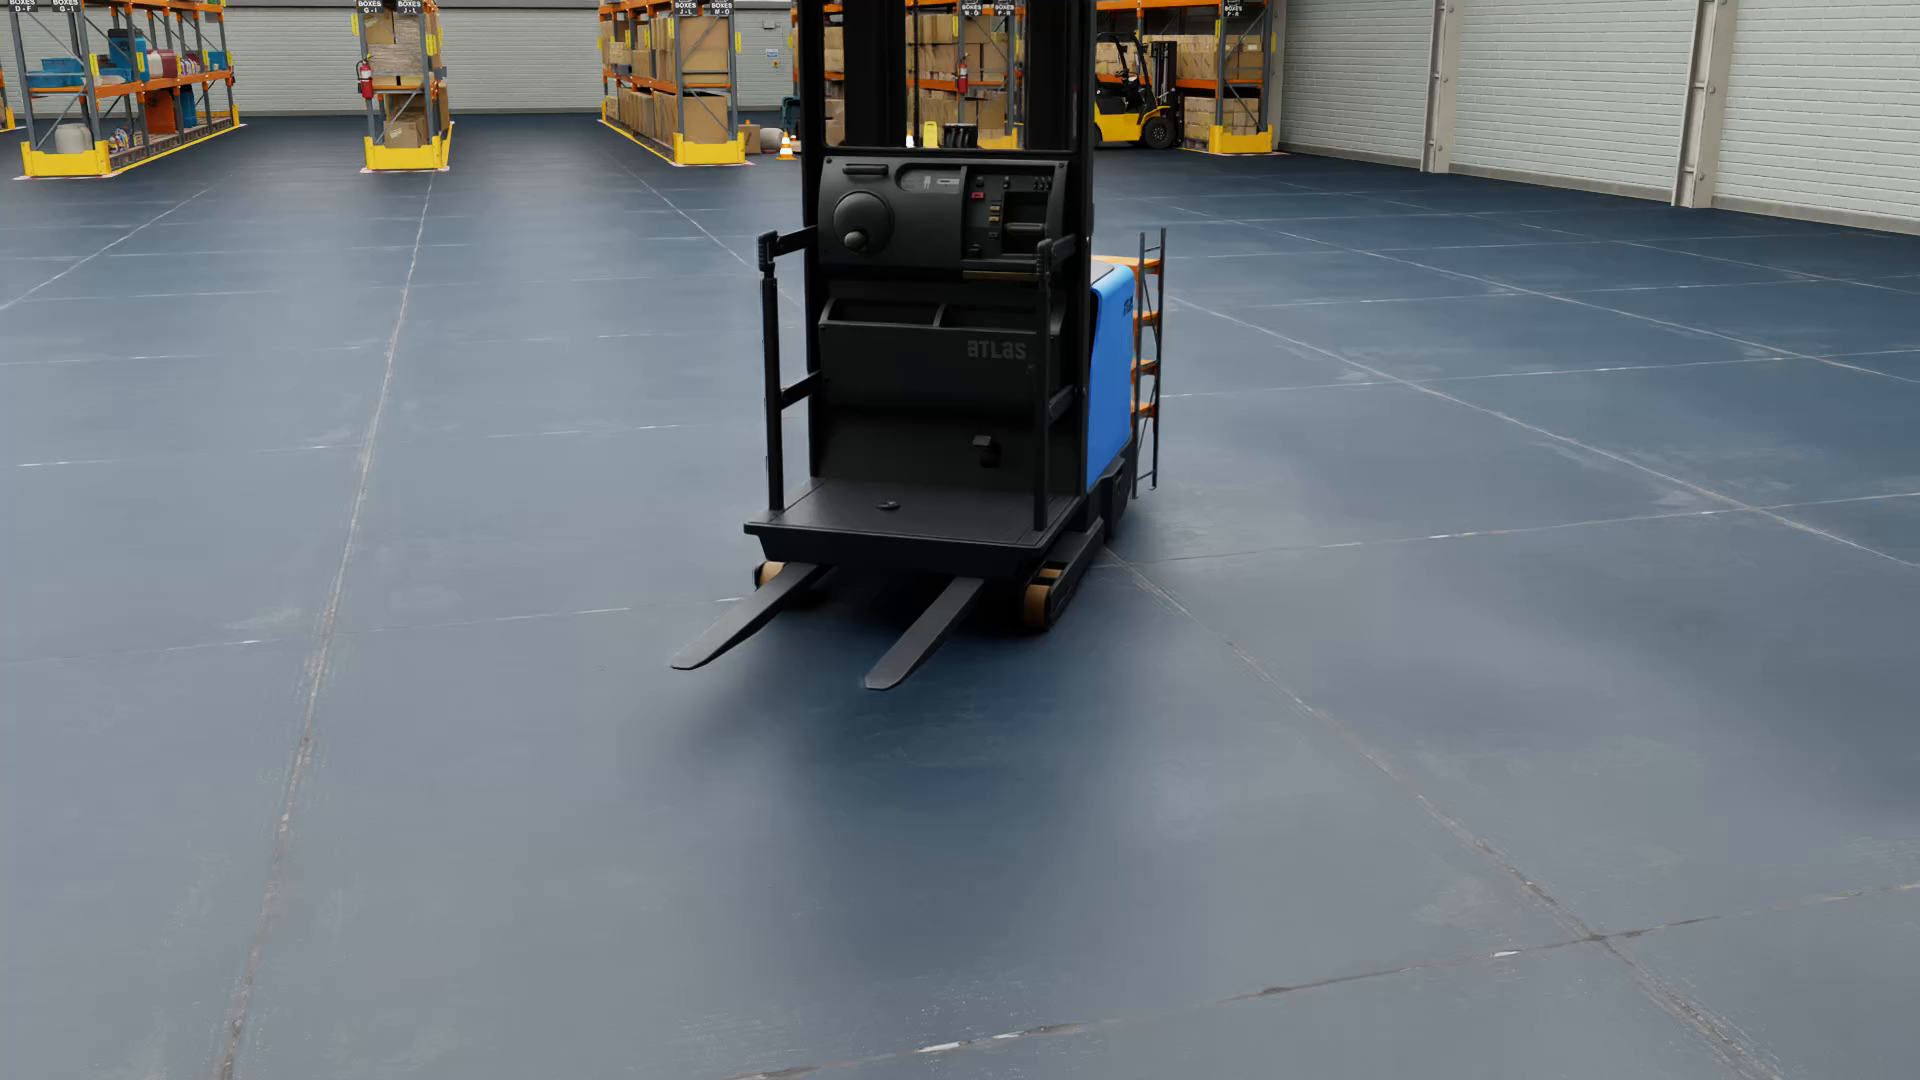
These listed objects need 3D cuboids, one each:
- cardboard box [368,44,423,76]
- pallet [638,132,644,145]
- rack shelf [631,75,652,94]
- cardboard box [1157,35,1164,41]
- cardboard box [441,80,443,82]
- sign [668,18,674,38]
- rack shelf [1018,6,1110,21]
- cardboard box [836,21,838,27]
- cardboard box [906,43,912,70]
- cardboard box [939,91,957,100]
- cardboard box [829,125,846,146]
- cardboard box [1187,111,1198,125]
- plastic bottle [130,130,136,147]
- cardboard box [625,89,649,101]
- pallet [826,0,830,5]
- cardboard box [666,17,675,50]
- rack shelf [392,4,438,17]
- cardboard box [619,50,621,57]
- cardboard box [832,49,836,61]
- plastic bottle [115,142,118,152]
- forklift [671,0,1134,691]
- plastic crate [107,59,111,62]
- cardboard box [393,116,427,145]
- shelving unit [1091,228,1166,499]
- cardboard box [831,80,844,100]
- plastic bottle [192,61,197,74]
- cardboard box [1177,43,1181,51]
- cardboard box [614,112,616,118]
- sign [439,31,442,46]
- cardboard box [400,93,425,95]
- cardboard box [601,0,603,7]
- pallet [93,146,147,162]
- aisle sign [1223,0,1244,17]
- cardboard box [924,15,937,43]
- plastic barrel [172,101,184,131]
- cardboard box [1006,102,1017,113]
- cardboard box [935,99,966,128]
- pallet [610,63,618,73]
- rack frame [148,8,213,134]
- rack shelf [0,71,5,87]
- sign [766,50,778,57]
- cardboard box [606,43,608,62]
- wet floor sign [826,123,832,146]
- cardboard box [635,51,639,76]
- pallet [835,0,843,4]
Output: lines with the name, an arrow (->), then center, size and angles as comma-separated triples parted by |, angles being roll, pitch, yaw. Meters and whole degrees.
cardboard box -> -9.192, -7.857, 27.202 | 0.875, 0.500, 0.500 | -5, 17, -15
pallet -> -5.994, -8.193, 33.859 | 1.003, 0.211, 1.213 | -5, 17, -15
rack shelf -> -5.920, -9.191, 33.587 | 1.077, 0.370, 4.000 | -5, 17, -15
cardboard box -> 4.145, -9.970, 33.112 | 0.380, 0.149, 0.250 | -4, 17, -14
cardboard box -> -12.717, -10.453, 39.499 | 0.875, 0.875, 0.875 | -5, 17, -15
sign -> -4.796, -8.505, 27.628 | 0.100, 0.325, 0.005 | -5, 17, -15
rack shelf -> 2.484, -12.547, 39.545 | 1.077, 0.370, 4.000 | -5, 17, -15
cardboard box -> -3.196, -12.594, 40.624 | 0.380, 0.149, 0.250 | -4, 17, -14
cardboard box -> -0.786, -9.448, 32.502 | 0.500, 0.500, 0.500 | -5, 17, -15
cardboard box -> -0.176, -8.147, 30.478 | 0.380, 0.149, 0.250 | -4, 17, -14
cardboard box -> -2.456, -7.386, 30.665 | 0.637, 0.503, 0.797 | 11, 20, 32
cardboard box -> 4.670, -8.062, 31.758 | 0.500, 0.250, 0.500 | -5, 17, -16
plastic bottle -> -14.480, -7.030, 29.097 | 0.061, 0.283, 0.133 | -4, 17, -12
cardboard box -> -7.183, -9.901, 37.012 | 0.500, 0.250, 0.500 | -4, 17, -14
pallet -> -3.052, -13.236, 40.742 | 1.003, 0.211, 1.213 | -5, 17, -15
cardboard box -> -4.575, -8.716, 28.616 | 0.875, 0.550, 0.550 | -5, 17, -15
rack shelf -> -12.915, -12.477, 39.310 | 1.077, 0.370, 4.000 | -5, 17, -15
cardboard box -> -7.193, -10.559, 36.080 | 0.380, 0.149, 0.250 | -4, 17, -14
cardboard box -> -2.704, -11.355, 38.930 | 0.500, 0.250, 0.500 | -4, 17, -15
plastic bottle -> -14.057, -6.546, 27.629 | 0.097, 0.201, 0.097 | 0, 17, 0
forklift -> -0.124, -1.208, 5.878 | 1.130, 2.935, 3.031 | 5, 17, 15
plastic crate -> -15.531, -8.500, 30.062 | 0.392, 0.384, 0.575 | -5, 17, -15
cardboard box -> -9.685, -7.185, 29.273 | 0.500, 0.500, 0.500 | -6, 18, -20
shelving unit -> 0.642, -0.827, 7.619 | 0.503, 1.200, 0.258 | 10, 19, 30
cardboard box -> -2.590, -10.633, 40.100 | 0.875, 0.875, 0.875 | -4, 17, -14
plastic bottle -> -16.601, -10.240, 36.030 | 0.061, 0.283, 0.133 | -5, 17, -15
cardboard box -> 4.374, -9.616, 32.448 | 0.380, 0.149, 0.250 | -5, 17, -16
cardboard box -> -8.130, -10.259, 40.117 | 0.380, 0.149, 0.250 | -5, 18, -17
sign -> -11.846, -11.393, 37.793 | 0.100, 0.325, 0.005 | -5, 17, -15
cardboard box -> -11.053, -8.915, 33.692 | 0.500, 0.250, 0.500 | -4, 17, -13
cardboard box -> -8.650, -13.376, 41.315 | 0.500, 0.250, 0.500 | -4, 17, -13
pallet -> -14.785, -6.702, 28.897 | 1.003, 0.211, 1.213 | -5, 17, -15
aisle sign -> 4.968, -9.893, 30.152 | 0.394, 0.787, 0.004 | -5, 17, -15
cardboard box -> -0.261, -9.362, 30.477 | 0.700, 0.500, 0.500 | -5, 17, -16
plastic barrel -> -16.490, -8.826, 34.582 | 0.600, 0.588, 0.708 | -5, 17, -15
cardboard box -> 1.401, -11.130, 42.812 | 0.396, 0.266, 0.258 | -4, 17, -13
cardboard box -> -0.157, -7.884, 30.730 | 0.500, 0.500, 0.500 | -4, 17, -13
pallet -> -7.499, -10.881, 38.294 | 1.003, 0.211, 1.213 | -5, 17, -15
rack frame -> -17.128, -10.440, 36.493 | 1.000, 3.000, 0.127 | -5, 17, -15
rack shelf -> -22.441, -10.258, 37.137 | 1.077, 0.370, 4.000 | -5, 17, -15
sign -> -5.572, -14.422, 49.279 | 0.327, 0.218, 0.001 | -5, 17, -15
cardboard box -> -8.370, -11.923, 40.740 | 0.500, 0.500, 0.500 | -5, 17, -17
wet floor sign -> -2.359, -6.897, 28.792 | 0.267, 0.644, 0.232 | -8, 18, -25
cardboard box -> -6.325, -9.711, 33.894 | 0.500, 0.500, 0.500 | -5, 17, -15
pallet -> -2.276, -12.337, 37.925 | 1.003, 0.211, 1.213 | -4, 17, -13
